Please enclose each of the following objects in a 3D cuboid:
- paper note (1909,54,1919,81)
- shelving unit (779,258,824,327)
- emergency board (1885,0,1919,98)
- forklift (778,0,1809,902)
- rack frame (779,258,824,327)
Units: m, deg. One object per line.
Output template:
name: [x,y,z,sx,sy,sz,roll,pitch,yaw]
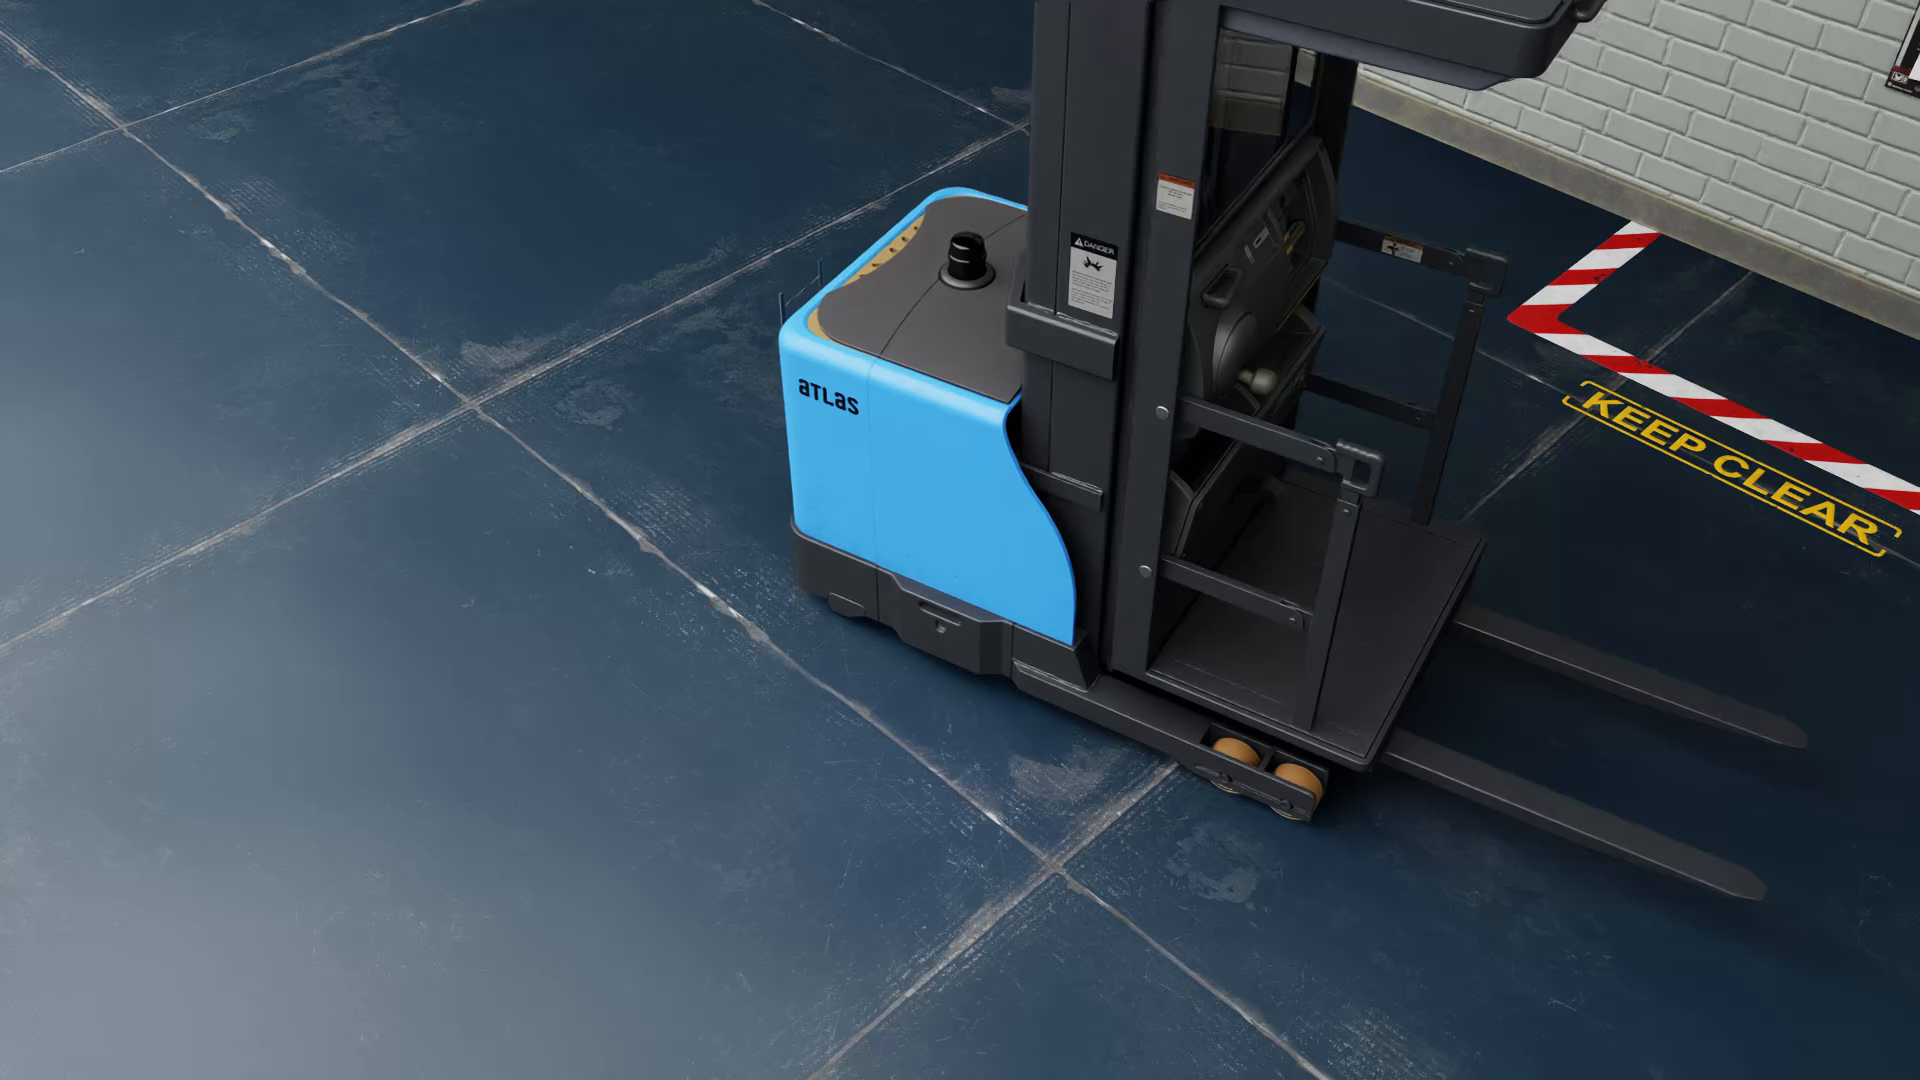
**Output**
paper note: [3.562,-1.732,6.064,0.016,0.148,0.142,-34,53,-31]
shelving unit: [-0.424,-0.482,5.609,0.210,0.900,0.258,22,47,22]
emergency board: [3.644,-1.951,5.651,0.157,1.169,0.626,-34,53,-31]
forklift: [0.983,-0.675,4.321,3.031,2.935,1.130,22,47,22]
rack frame: [-0.511,-0.517,5.647,0.006,0.900,0.240,22,47,22]
